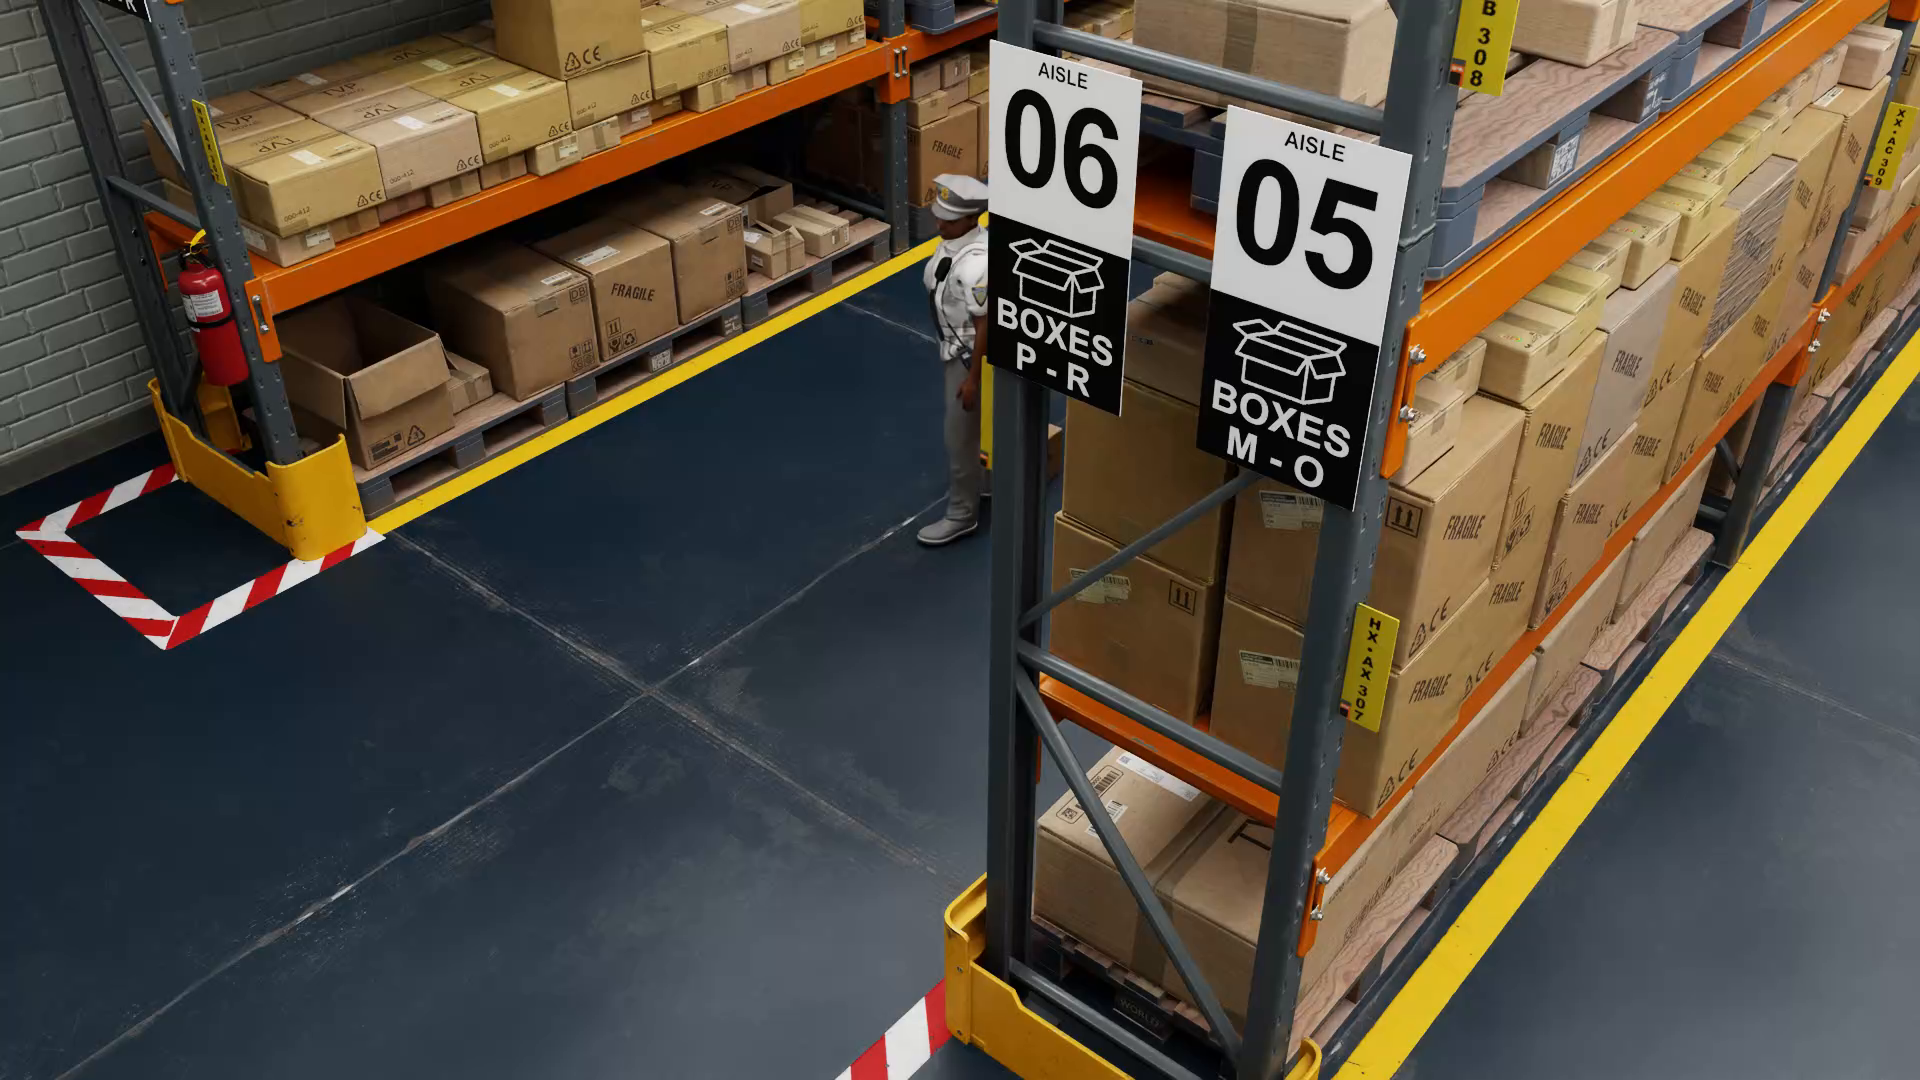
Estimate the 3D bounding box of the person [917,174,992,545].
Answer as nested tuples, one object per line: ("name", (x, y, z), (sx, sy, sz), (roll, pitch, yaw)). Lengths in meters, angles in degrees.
("person", (0.025, -0.808, 7.255), (0.483, 1.671, 0.502), (-3, 35, -5))
